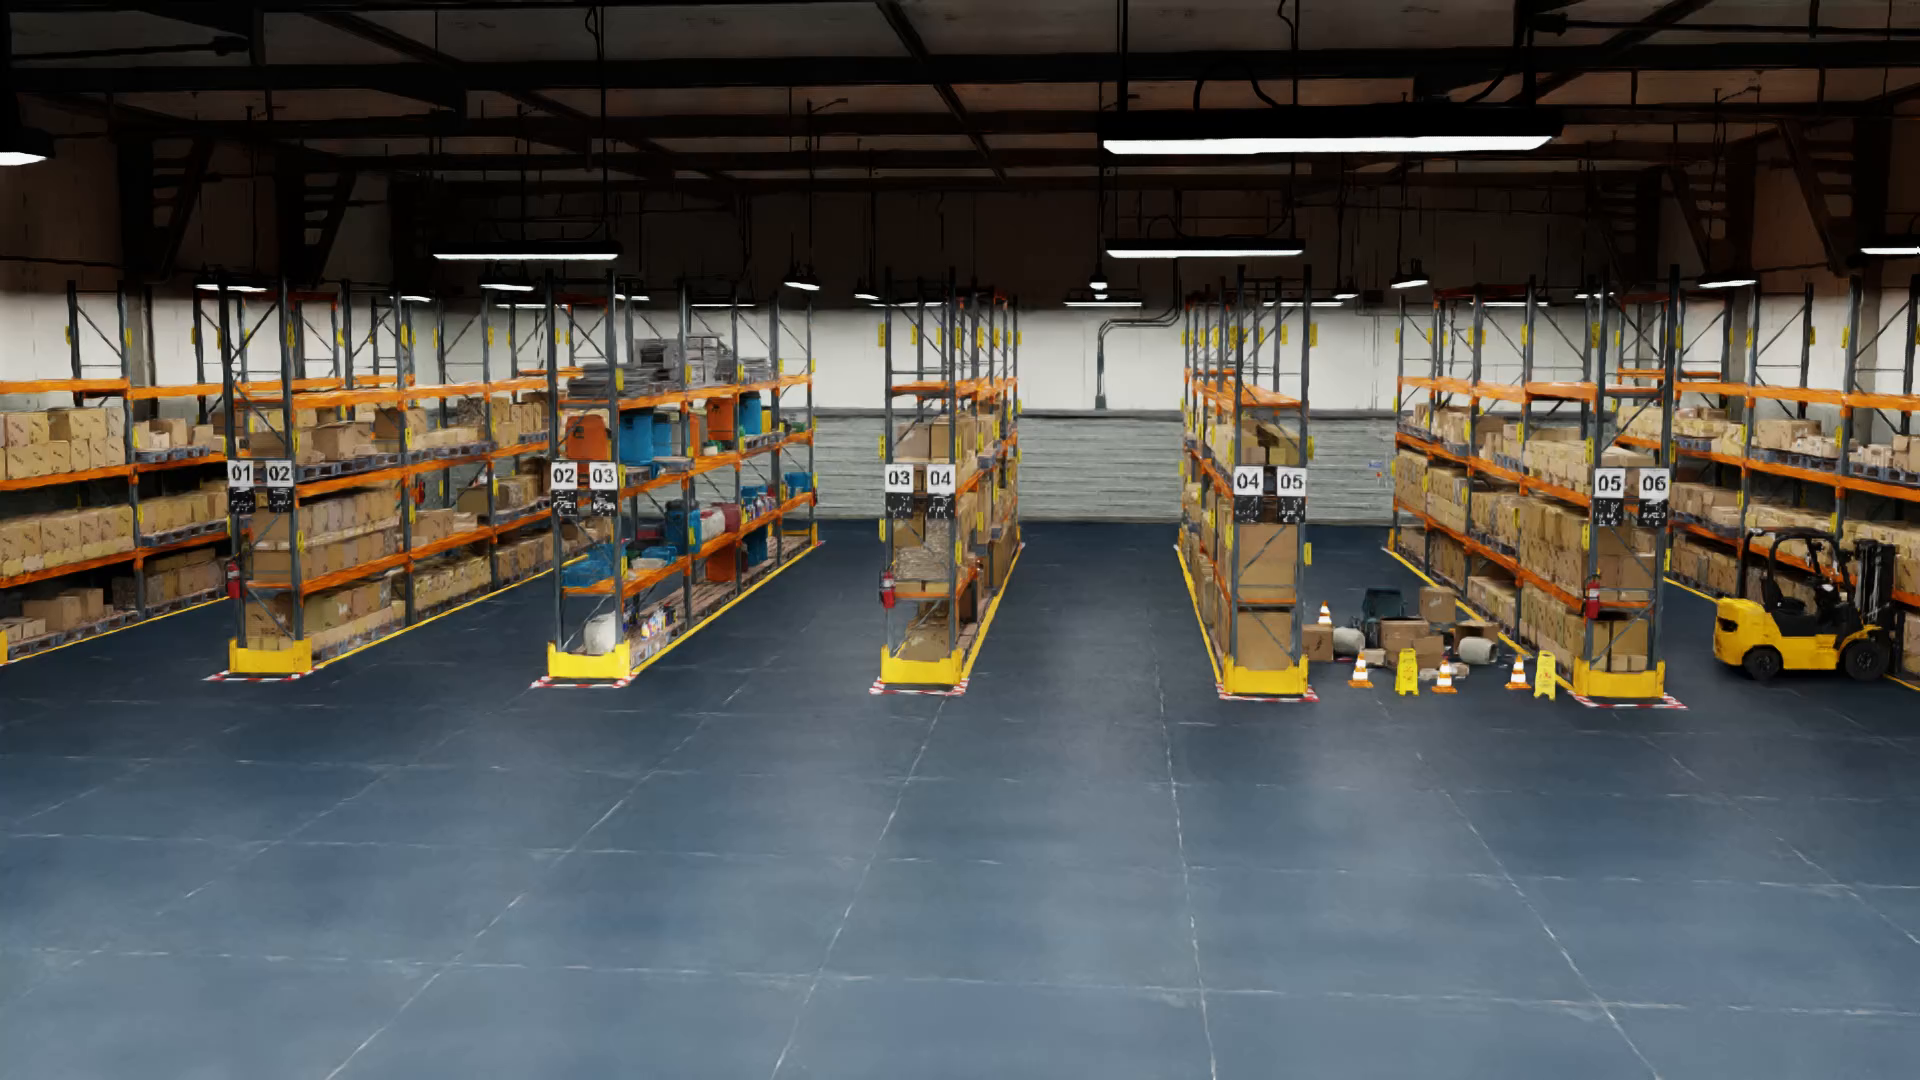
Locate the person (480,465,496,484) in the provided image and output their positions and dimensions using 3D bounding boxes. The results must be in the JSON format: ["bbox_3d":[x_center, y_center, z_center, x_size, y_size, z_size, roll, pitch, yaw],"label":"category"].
[{"bbox_3d":[-12.694,-1.245,44.747,0.499,1.587,1.073,0,7,4],"label":"person"}]

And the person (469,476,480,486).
[{"bbox_3d":[-11.622,-0.681,39.979,0.380,1.639,0.598,0,7,-4],"label":"person"}]
